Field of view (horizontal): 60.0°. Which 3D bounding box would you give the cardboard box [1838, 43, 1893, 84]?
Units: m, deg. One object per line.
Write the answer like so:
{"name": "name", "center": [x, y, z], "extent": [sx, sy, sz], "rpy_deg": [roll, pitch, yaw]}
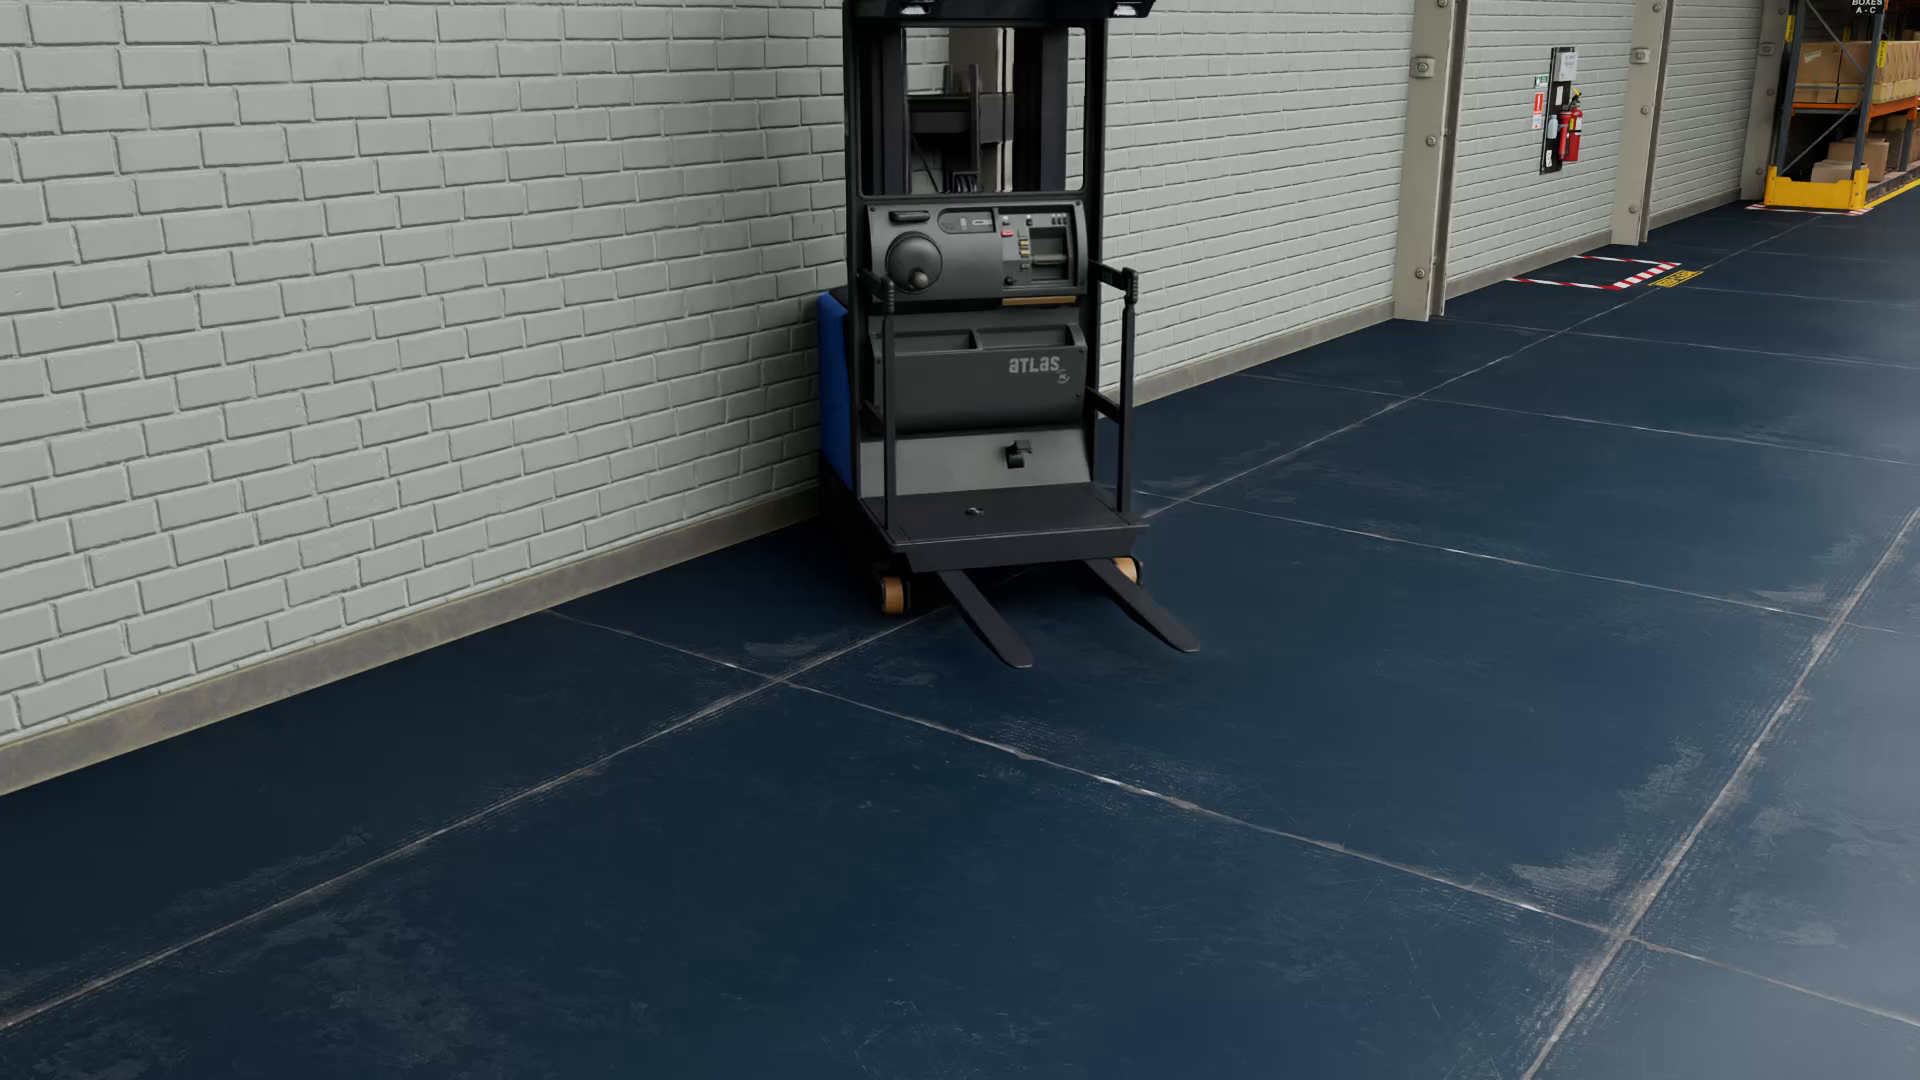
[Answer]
{"name": "cardboard box", "center": [11.707, -6.167, 21.498], "extent": [0.500, 0.500, 0.500], "rpy_deg": [12, 21, 35]}

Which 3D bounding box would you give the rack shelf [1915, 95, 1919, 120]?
{"name": "rack shelf", "center": [14.756, -6.895, 26.103], "extent": [1.077, 0.370, 4.000], "rpy_deg": [12, 21, 35]}

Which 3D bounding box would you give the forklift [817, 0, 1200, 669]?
{"name": "forklift", "center": [0.132, -1.216, 6.717], "extent": [1.130, 2.935, 3.031], "rpy_deg": [-4, 18, -14]}

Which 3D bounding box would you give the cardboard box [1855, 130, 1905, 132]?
{"name": "cardboard box", "center": [14.258, -6.089, 25.767], "extent": [0.700, 0.500, 0.500], "rpy_deg": [12, 21, 34]}

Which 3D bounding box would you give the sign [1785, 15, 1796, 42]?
{"name": "sign", "center": [10.748, -6.617, 21.507], "extent": [0.100, 0.325, 0.005], "rpy_deg": [12, 21, 35]}

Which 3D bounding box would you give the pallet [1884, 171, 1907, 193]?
{"name": "pallet", "center": [13.193, -5.265, 24.341], "extent": [1.003, 0.211, 1.213], "rpy_deg": [12, 21, 35]}

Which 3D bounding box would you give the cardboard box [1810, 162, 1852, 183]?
{"name": "cardboard box", "center": [11.666, -4.885, 22.208], "extent": [0.500, 0.311, 0.500], "rpy_deg": [10, 20, 29]}

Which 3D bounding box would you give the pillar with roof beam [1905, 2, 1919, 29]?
{"name": "pillar with roof beam", "center": [21.511, -11.092, 28.288], "extent": [9.100, 9.000, 0.400], "rpy_deg": [12, 21, 35]}

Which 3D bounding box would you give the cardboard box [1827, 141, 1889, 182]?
{"name": "cardboard box", "center": [12.483, -5.277, 23.151], "extent": [0.700, 0.500, 0.500], "rpy_deg": [11, 20, 31]}

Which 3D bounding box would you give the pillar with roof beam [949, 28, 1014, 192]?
{"name": "pillar with roof beam", "center": [3.636, -3.947, 5.279], "extent": [9.100, 9.000, 0.400], "rpy_deg": [12, 21, 35]}

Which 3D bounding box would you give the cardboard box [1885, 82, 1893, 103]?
{"name": "cardboard box", "center": [12.025, -5.934, 22.014], "extent": [0.500, 0.250, 0.500], "rpy_deg": [12, 21, 33]}

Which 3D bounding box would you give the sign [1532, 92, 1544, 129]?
{"name": "sign", "center": [5.413, -4.022, 15.578], "extent": [0.001, 0.329, 0.234], "rpy_deg": [12, 21, 35]}

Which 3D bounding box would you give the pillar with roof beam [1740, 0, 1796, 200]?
{"name": "pillar with roof beam", "center": [14.361, -8.234, 19.085], "extent": [9.100, 9.000, 0.400], "rpy_deg": [12, 21, 35]}

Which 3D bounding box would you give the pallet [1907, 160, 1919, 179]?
{"name": "pallet", "center": [14.754, -5.908, 26.414], "extent": [1.003, 0.211, 1.213], "rpy_deg": [12, 21, 35]}

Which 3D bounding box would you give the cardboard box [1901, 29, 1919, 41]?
{"name": "cardboard box", "center": [16.010, -8.427, 27.853], "extent": [0.500, 0.250, 0.500], "rpy_deg": [13, 22, 36]}

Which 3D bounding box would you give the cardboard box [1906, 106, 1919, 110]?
{"name": "cardboard box", "center": [16.492, -7.041, 28.277], "extent": [0.750, 0.750, 0.750], "rpy_deg": [12, 21, 34]}

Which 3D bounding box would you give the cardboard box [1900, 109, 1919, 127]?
{"name": "cardboard box", "center": [15.171, -6.784, 26.741], "extent": [0.500, 0.250, 0.500], "rpy_deg": [13, 21, 36]}

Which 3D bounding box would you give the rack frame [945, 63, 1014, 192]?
{"name": "rack frame", "center": [0.130, -1.352, 8.531], "extent": [0.400, 2.100, 0.015], "rpy_deg": [7, 18, 25]}

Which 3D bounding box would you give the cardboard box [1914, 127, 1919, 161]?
{"name": "cardboard box", "center": [14.887, -6.325, 26.528], "extent": [0.700, 0.500, 0.500], "rpy_deg": [12, 21, 34]}

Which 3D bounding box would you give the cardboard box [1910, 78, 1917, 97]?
{"name": "cardboard box", "center": [13.222, -6.417, 23.569], "extent": [0.500, 0.250, 0.500], "rpy_deg": [13, 21, 35]}

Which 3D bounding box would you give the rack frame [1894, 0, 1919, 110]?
{"name": "rack frame", "center": [15.948, -7.715, 27.531], "extent": [1.000, 3.000, 0.127], "rpy_deg": [12, 21, 35]}

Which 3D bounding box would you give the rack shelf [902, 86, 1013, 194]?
{"name": "rack shelf", "center": [0.011, -1.949, 8.130], "extent": [0.431, 0.518, 0.480], "rpy_deg": [7, 18, 25]}

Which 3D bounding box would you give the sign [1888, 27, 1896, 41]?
{"name": "sign", "center": [15.500, -8.366, 27.672], "extent": [0.100, 0.325, 0.005], "rpy_deg": [12, 21, 35]}

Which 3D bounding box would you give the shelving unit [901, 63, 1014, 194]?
{"name": "shelving unit", "center": [0.024, -1.289, 8.320], "extent": [0.431, 2.100, 0.503], "rpy_deg": [7, 18, 25]}

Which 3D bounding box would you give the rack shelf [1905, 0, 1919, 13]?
{"name": "rack shelf", "center": [17.140, -9.281, 28.726], "extent": [1.077, 0.370, 4.000], "rpy_deg": [12, 21, 35]}

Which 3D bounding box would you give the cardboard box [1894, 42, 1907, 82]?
{"name": "cardboard box", "center": [12.323, -6.404, 22.264], "extent": [0.500, 0.500, 0.500], "rpy_deg": [12, 21, 33]}

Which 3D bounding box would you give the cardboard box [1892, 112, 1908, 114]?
{"name": "cardboard box", "center": [14.557, -6.545, 25.972], "extent": [0.500, 0.250, 0.500], "rpy_deg": [12, 21, 33]}

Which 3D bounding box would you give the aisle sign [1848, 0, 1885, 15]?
{"name": "aisle sign", "center": [11.379, -6.981, 20.783], "extent": [0.394, 0.787, 0.004], "rpy_deg": [12, 21, 35]}

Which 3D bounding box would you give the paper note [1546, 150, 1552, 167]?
{"name": "paper note", "center": [5.665, -3.668, 15.983], "extent": [0.016, 0.148, 0.142], "rpy_deg": [12, 21, 35]}

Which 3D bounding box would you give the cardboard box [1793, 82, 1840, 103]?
{"name": "cardboard box", "center": [11.304, -5.893, 21.883], "extent": [0.500, 0.250, 0.500], "rpy_deg": [13, 21, 35]}

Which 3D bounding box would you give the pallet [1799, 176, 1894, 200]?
{"name": "pallet", "center": [12.467, -4.973, 23.401], "extent": [1.003, 0.211, 1.213], "rpy_deg": [12, 21, 35]}

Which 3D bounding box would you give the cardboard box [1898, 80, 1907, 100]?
{"name": "cardboard box", "center": [12.636, -6.174, 22.788], "extent": [0.500, 0.250, 0.500], "rpy_deg": [13, 21, 35]}

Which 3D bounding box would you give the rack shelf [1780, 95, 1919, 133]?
{"name": "rack shelf", "center": [12.373, -5.943, 23.035], "extent": [1.077, 0.370, 4.000], "rpy_deg": [12, 21, 35]}

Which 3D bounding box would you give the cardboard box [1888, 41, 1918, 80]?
{"name": "cardboard box", "center": [12.930, -6.653, 23.066], "extent": [0.500, 0.500, 0.500], "rpy_deg": [12, 21, 33]}
